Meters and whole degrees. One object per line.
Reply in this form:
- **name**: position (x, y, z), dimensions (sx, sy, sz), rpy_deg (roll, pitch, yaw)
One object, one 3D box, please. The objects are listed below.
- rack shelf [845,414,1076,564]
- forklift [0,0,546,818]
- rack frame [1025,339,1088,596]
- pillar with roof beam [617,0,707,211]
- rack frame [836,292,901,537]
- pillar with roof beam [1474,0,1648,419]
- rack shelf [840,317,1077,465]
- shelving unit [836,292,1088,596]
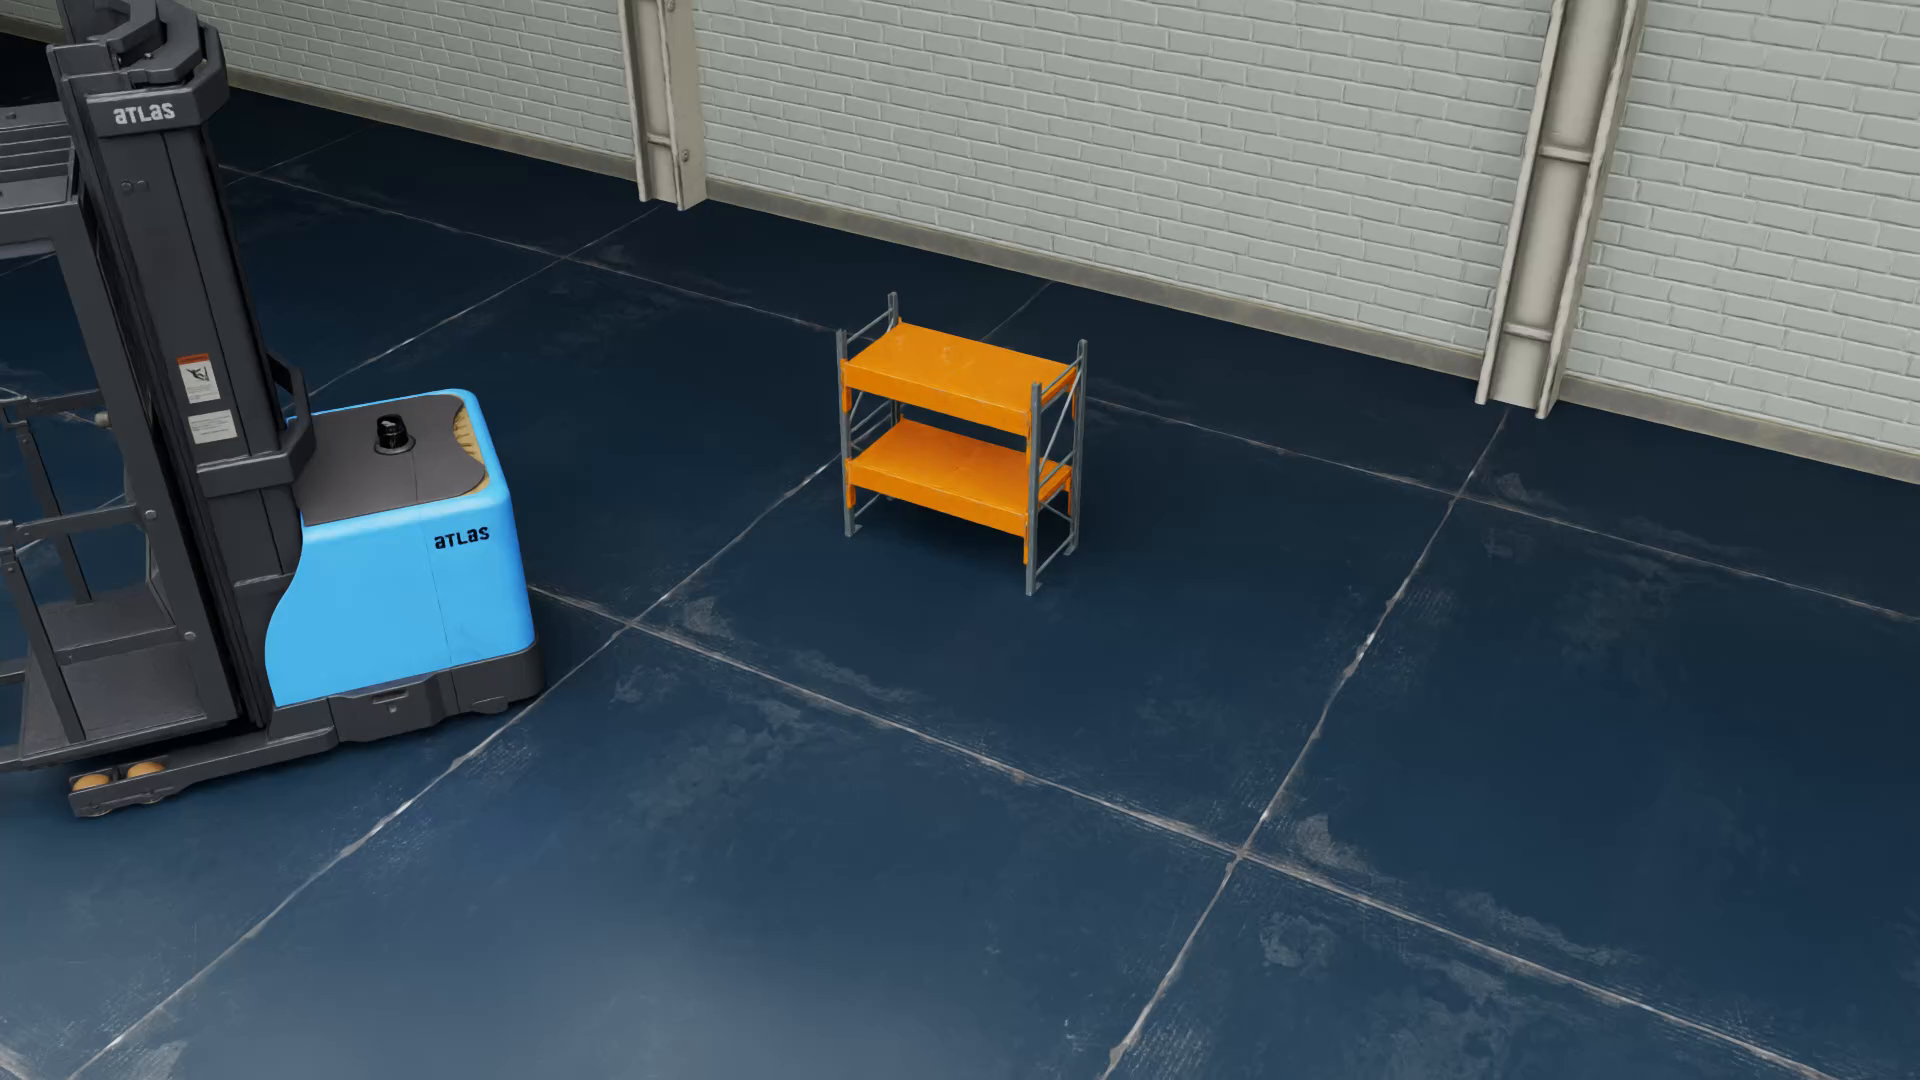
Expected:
- **rack shelf**: position (0.006, -0.263, 8.071), dimensions (1.000, 0.278, 0.538), rpy_deg (18, 37, 24)
- **forklift**: position (-3.359, -0.456, 6.290), dimensions (3.031, 2.935, 1.130), rpy_deg (-13, 36, -18)
- **rack frame**: position (0.447, -0.327, 7.725), dimensions (0.032, 1.125, 0.500), rpy_deg (18, 37, 24)
- **pillar with roof beam**: position (-4.185, -4.122, 6.321), dimensions (0.400, 9.000, 9.100), rpy_deg (18, 37, 24)
- **rack frame**: position (-0.435, -0.606, 8.145), dimensions (0.032, 1.125, 0.500), rpy_deg (18, 37, 24)
- **pillar with roof beam**: position (1.025, -2.472, 3.843), dimensions (0.400, 9.000, 9.100), rpy_deg (18, 37, 24)
- **rack shelf**: position (0.006, -0.710, 7.773), dimensions (1.000, 0.278, 0.538), rpy_deg (18, 37, 24)
- **shelving unit**: position (0.006, -0.466, 7.935), dimensions (1.048, 1.125, 0.538), rpy_deg (18, 37, 24)
